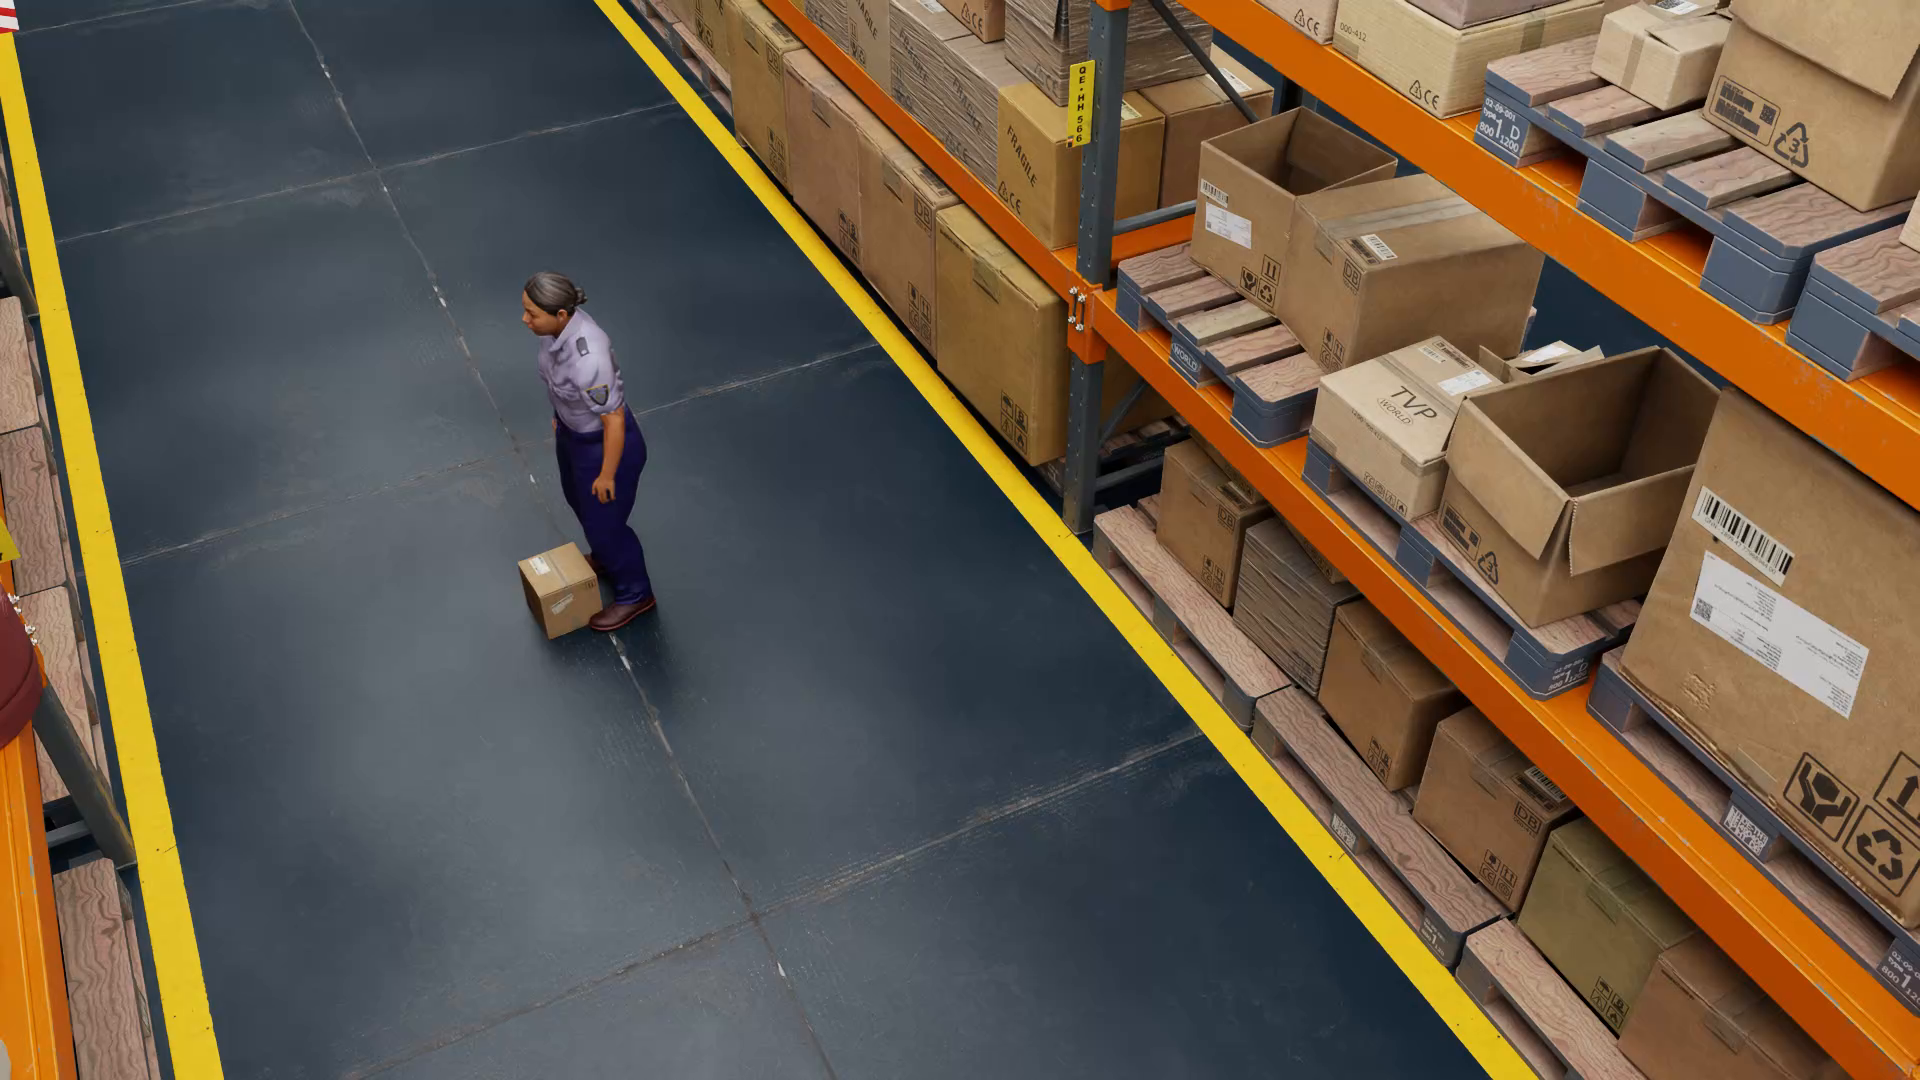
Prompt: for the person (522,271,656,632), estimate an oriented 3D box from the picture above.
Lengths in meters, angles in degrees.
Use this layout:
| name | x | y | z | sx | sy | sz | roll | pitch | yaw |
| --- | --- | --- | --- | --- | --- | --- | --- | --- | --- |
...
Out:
| name | x | y | z | sx | sy | sz | roll | pitch | yaw |
| --- | --- | --- | --- | --- | --- | --- | --- | --- | --- |
| person | -1.464 | -0.385 | 6.599 | 0.369 | 1.653 | 0.563 | -21 | 46 | -22 |
